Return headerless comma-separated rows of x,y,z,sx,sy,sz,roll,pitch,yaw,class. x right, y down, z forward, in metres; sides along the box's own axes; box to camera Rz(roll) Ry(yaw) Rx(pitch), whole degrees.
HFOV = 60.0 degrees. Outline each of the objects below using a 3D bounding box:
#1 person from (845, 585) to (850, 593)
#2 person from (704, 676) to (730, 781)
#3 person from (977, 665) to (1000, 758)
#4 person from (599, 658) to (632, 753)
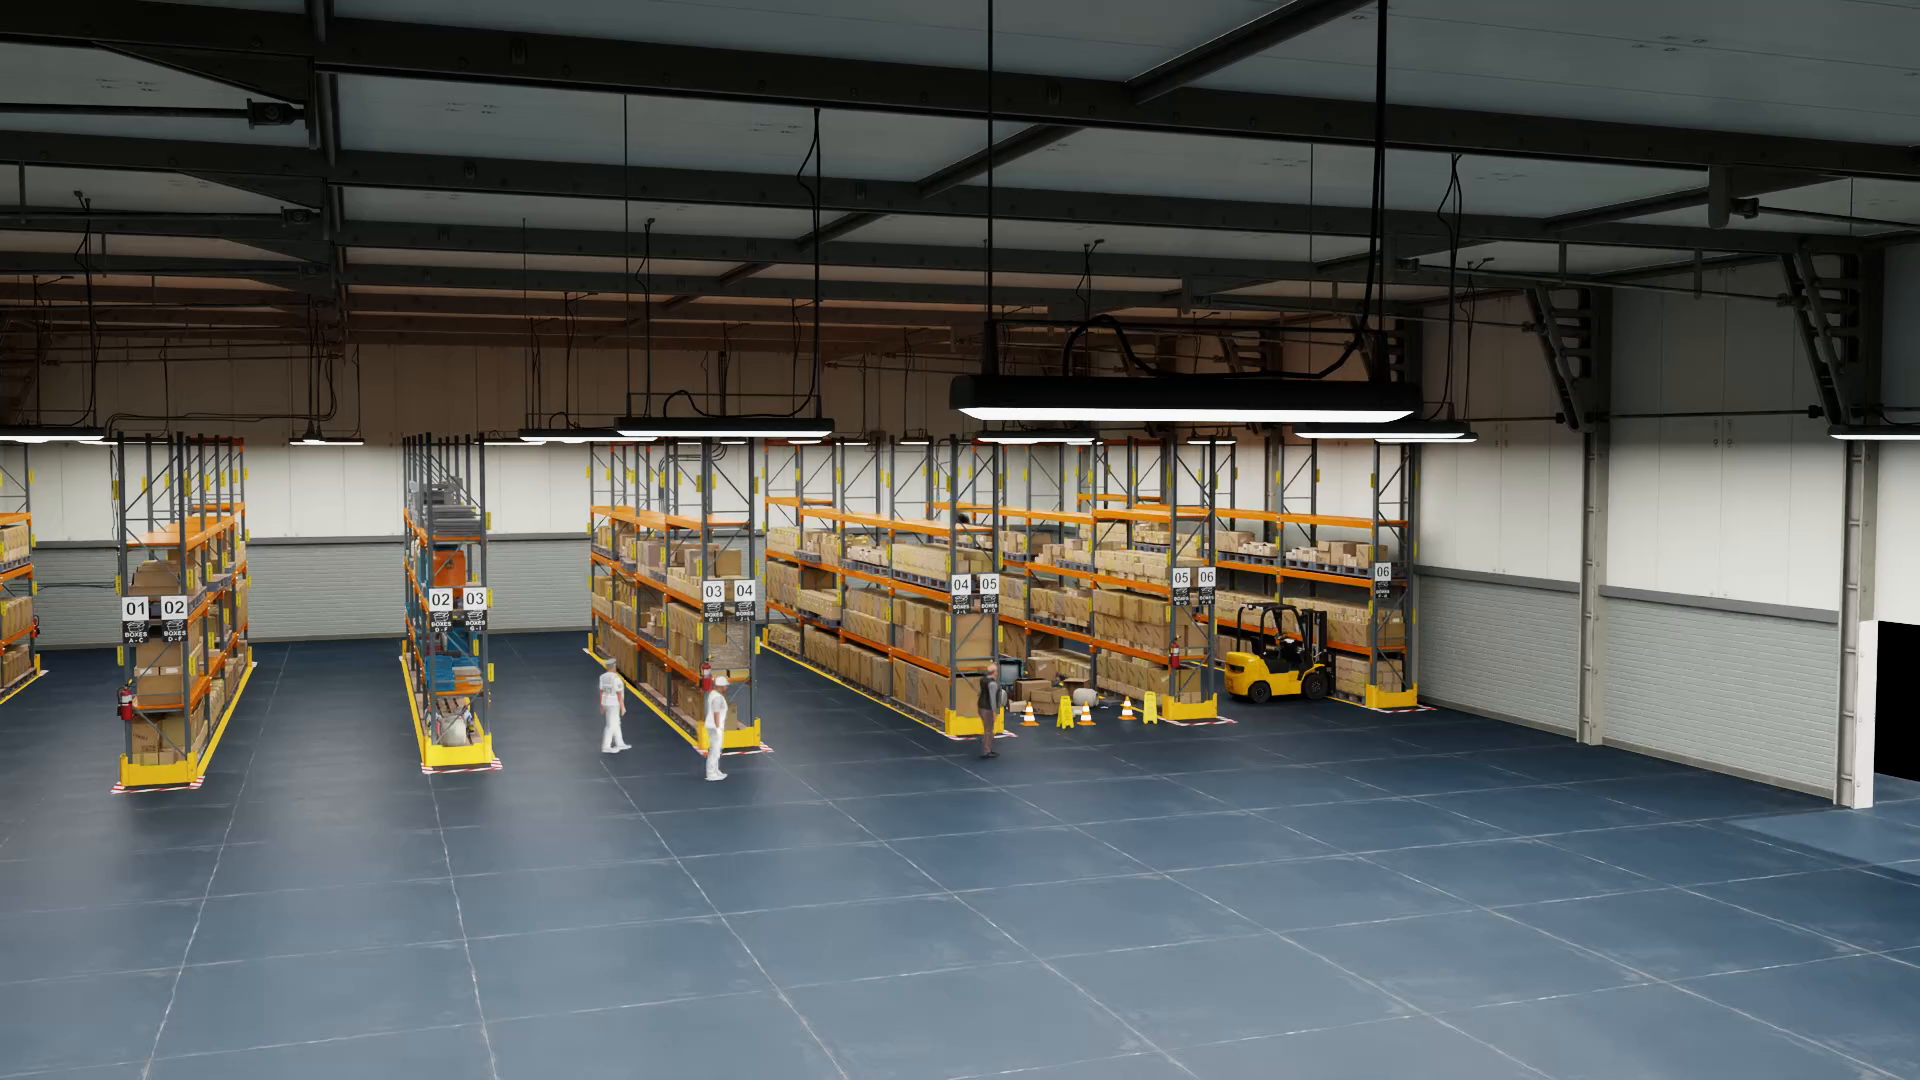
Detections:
-3.170,2.119,47.267,0.482,1.693,0.368,2,4,28,person
-4.187,3.242,28.718,0.450,1.789,0.587,-1,3,-10,person
0.548,3.161,30.729,0.421,1.730,0.563,-1,3,-18,person
-6.447,3.106,31.302,0.661,1.761,0.531,-2,4,-31,person
